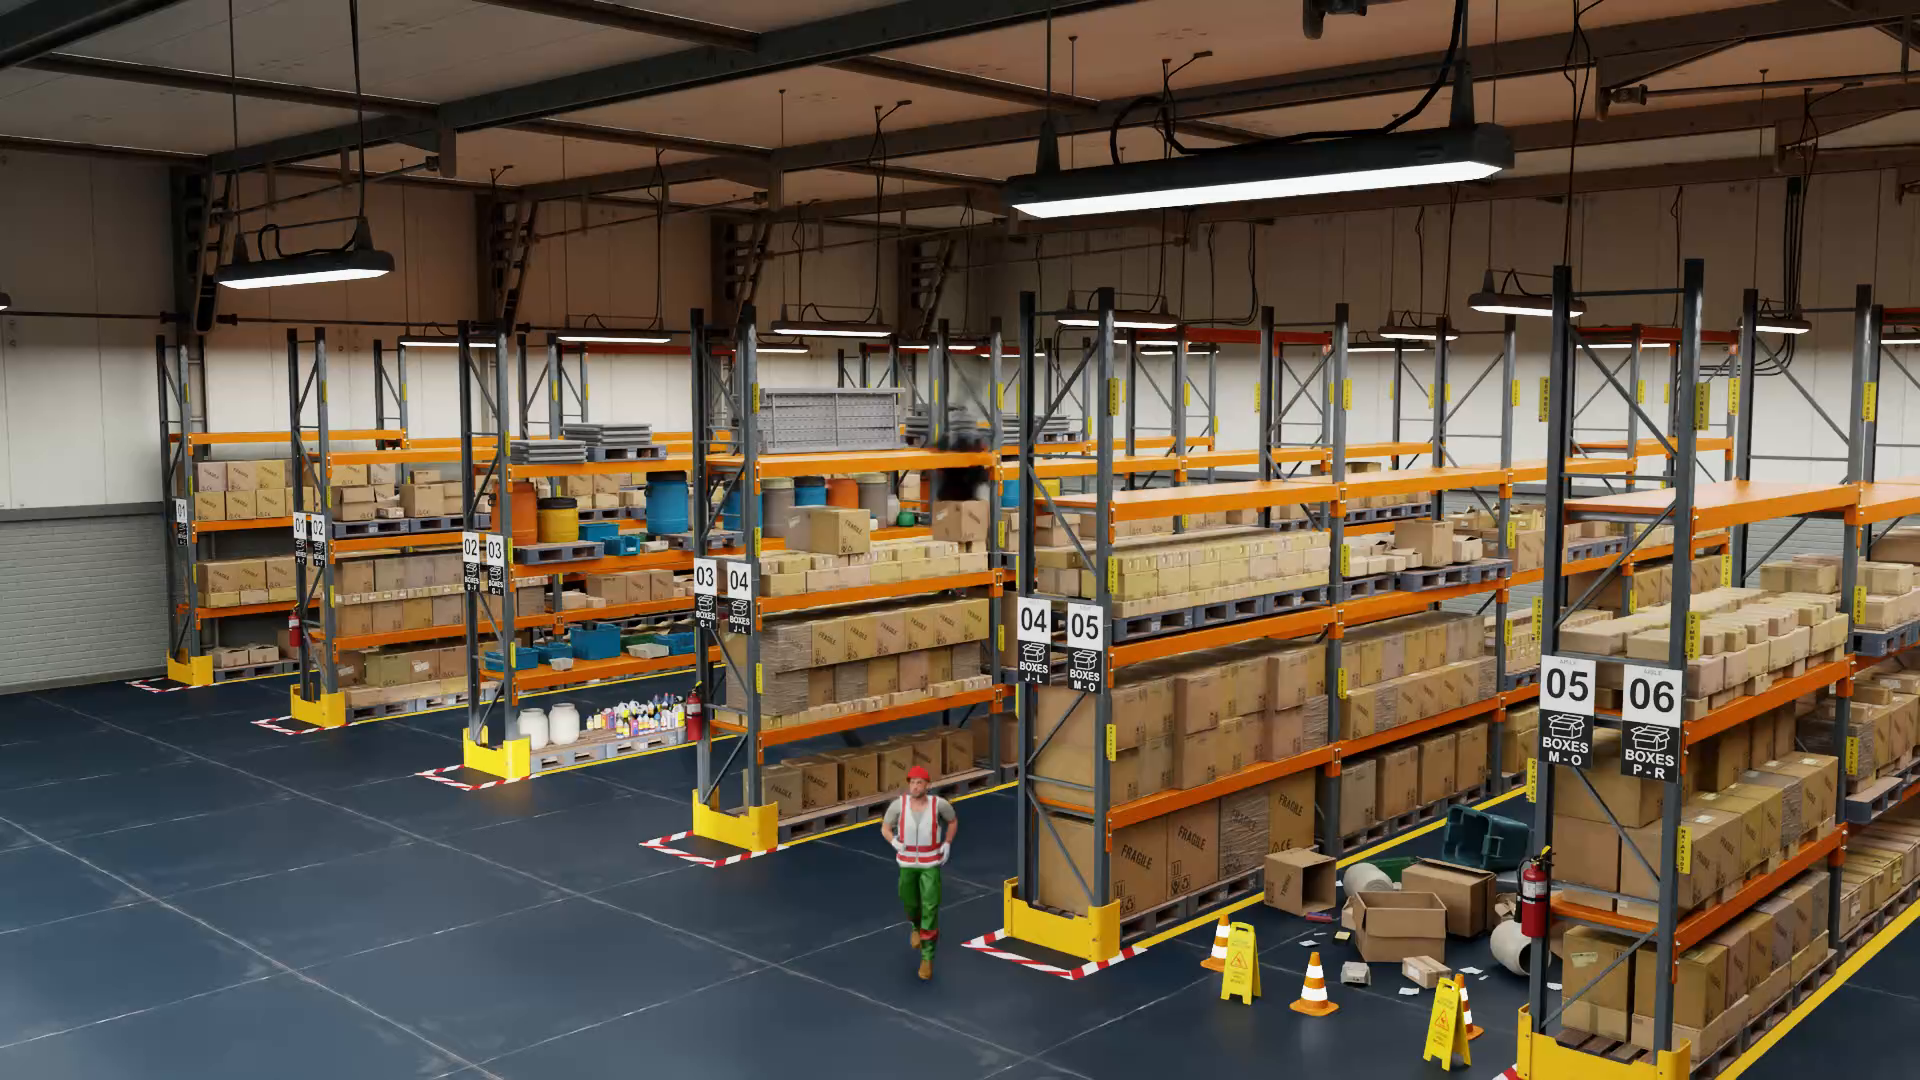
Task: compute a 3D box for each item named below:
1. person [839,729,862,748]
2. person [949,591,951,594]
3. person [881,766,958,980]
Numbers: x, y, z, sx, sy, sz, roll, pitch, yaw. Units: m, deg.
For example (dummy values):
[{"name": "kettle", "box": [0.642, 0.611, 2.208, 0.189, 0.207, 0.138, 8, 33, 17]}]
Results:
[{"name": "person", "box": [-1.536, 2.233, 22.657, 0.590, 1.695, 0.695, 5, 7, 41]}, {"name": "person", "box": [-0.361, 1.423, 31.240, 0.615, 1.624, 0.727, 4, 7, 38]}, {"name": "person", "box": [-0.351, 2.883, 14.753, 0.684, 1.801, 0.899, 0, 5, -5]}]
